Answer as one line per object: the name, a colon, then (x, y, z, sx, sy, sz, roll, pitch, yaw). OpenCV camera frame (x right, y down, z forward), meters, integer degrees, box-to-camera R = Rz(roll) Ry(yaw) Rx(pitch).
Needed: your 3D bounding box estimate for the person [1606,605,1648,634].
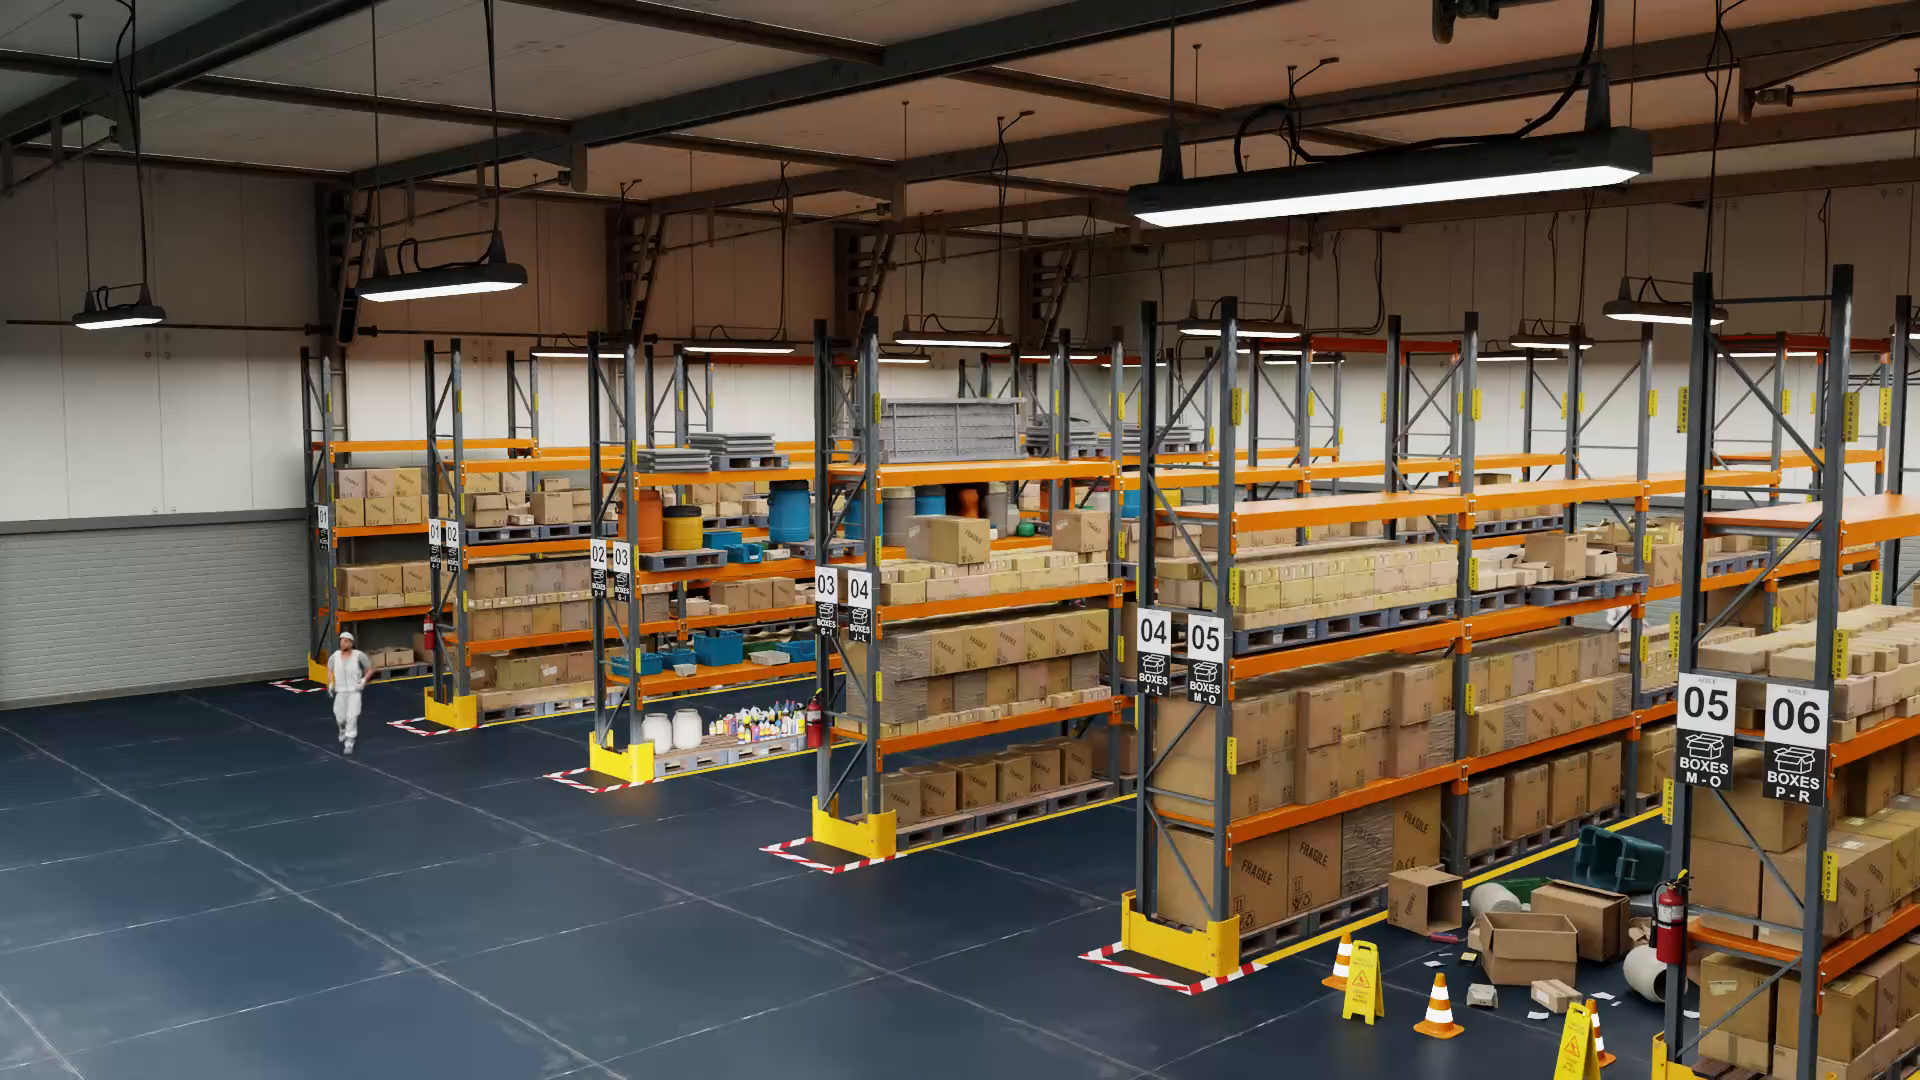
person: (11.992, 1.703, 29.873, 0.702, 1.702, 0.623, -2, 5, -17)

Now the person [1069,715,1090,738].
person: (1.652, 1.922, 23.846, 0.676, 1.871, 0.746, 5, 7, 42)

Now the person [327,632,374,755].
person: (-8.795, 2.191, 23.984, 0.650, 1.755, 0.647, -1, 5, -9)
